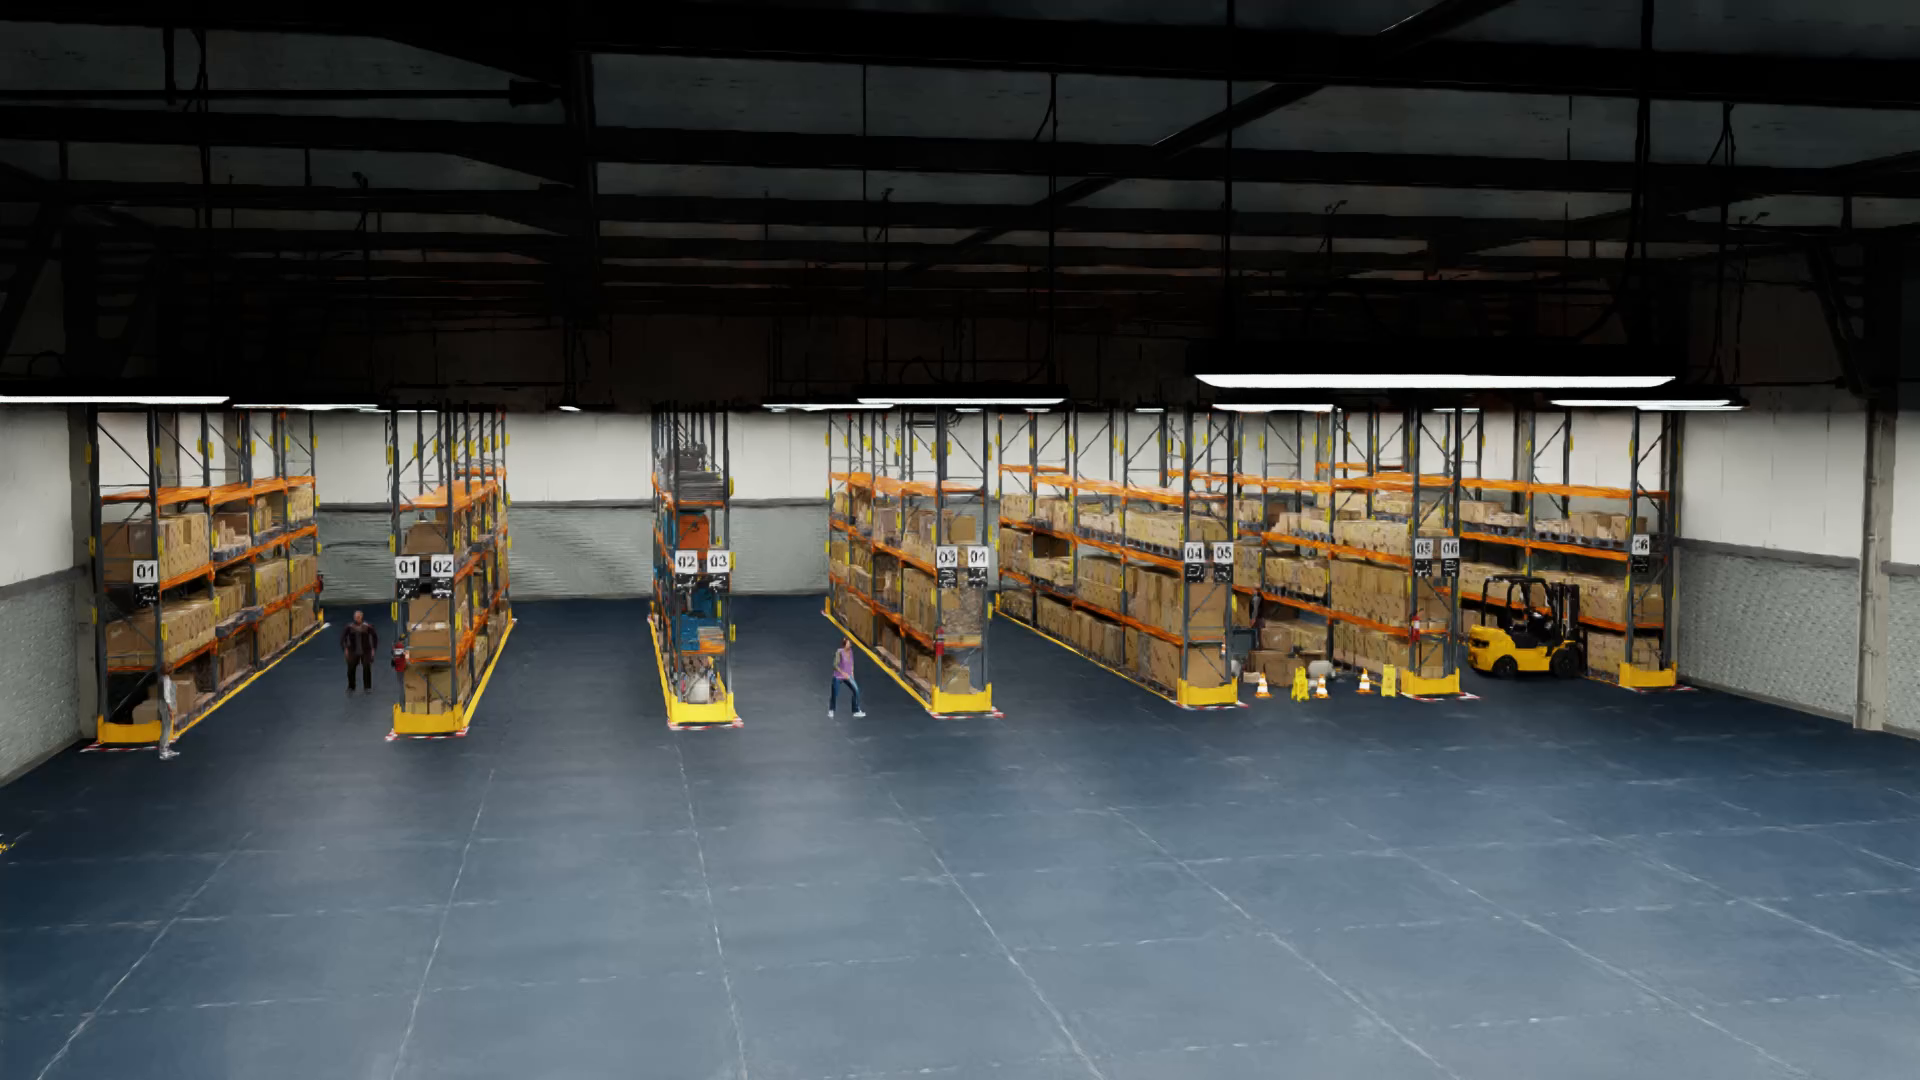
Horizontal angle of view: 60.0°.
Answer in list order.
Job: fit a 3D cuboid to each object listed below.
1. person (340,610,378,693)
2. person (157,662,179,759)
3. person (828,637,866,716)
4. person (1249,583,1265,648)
[{"bbox_3d":[-12.319,2.295,34.111,0.729,1.728,0.546,-1,4,-13],"label":"person"},{"bbox_3d":[-13.197,2.825,27.689,0.322,1.605,0.491,-2,5,-28],"label":"person"},{"bbox_3d":[-2.188,2.600,31.424,0.568,1.496,0.739,-3,5,-33],"label":"person"},{"bbox_3d":[7.016,1.871,39.530,0.572,1.719,0.618,1,4,13],"label":"person"}]
